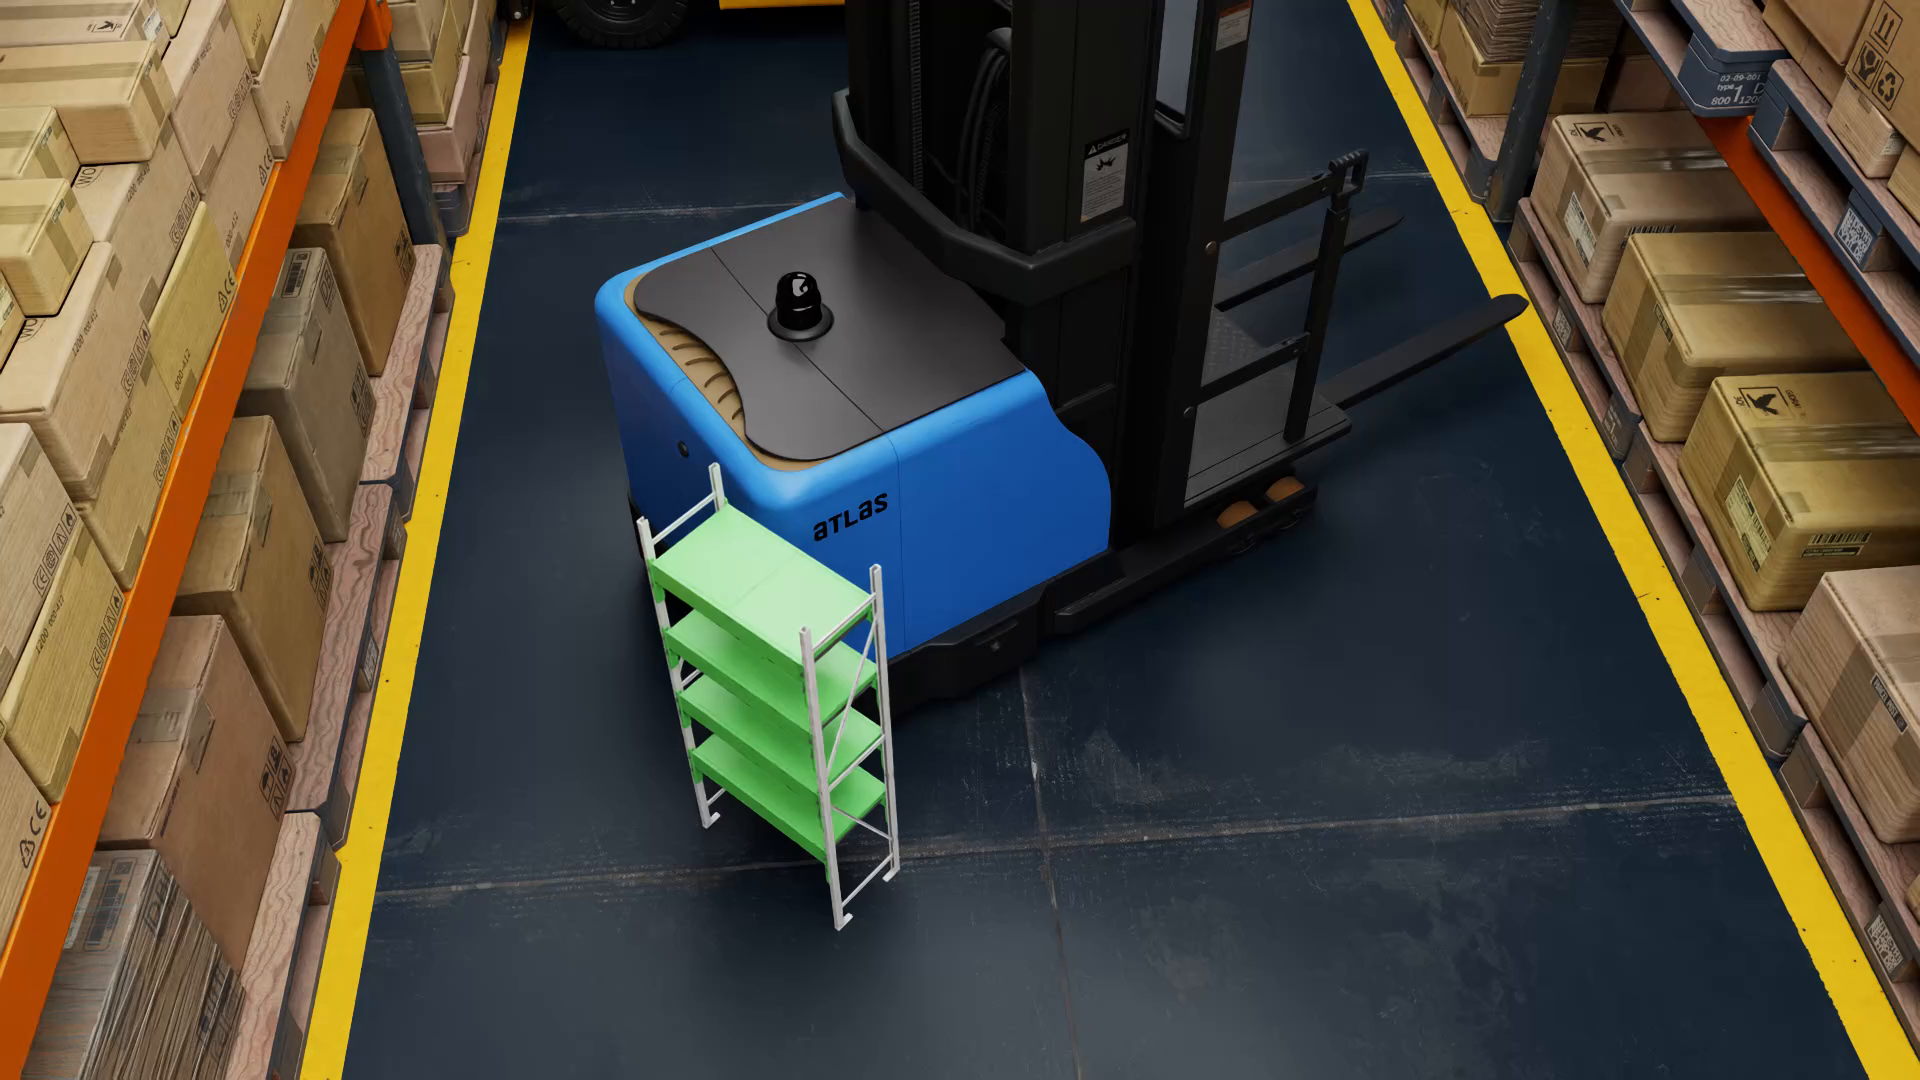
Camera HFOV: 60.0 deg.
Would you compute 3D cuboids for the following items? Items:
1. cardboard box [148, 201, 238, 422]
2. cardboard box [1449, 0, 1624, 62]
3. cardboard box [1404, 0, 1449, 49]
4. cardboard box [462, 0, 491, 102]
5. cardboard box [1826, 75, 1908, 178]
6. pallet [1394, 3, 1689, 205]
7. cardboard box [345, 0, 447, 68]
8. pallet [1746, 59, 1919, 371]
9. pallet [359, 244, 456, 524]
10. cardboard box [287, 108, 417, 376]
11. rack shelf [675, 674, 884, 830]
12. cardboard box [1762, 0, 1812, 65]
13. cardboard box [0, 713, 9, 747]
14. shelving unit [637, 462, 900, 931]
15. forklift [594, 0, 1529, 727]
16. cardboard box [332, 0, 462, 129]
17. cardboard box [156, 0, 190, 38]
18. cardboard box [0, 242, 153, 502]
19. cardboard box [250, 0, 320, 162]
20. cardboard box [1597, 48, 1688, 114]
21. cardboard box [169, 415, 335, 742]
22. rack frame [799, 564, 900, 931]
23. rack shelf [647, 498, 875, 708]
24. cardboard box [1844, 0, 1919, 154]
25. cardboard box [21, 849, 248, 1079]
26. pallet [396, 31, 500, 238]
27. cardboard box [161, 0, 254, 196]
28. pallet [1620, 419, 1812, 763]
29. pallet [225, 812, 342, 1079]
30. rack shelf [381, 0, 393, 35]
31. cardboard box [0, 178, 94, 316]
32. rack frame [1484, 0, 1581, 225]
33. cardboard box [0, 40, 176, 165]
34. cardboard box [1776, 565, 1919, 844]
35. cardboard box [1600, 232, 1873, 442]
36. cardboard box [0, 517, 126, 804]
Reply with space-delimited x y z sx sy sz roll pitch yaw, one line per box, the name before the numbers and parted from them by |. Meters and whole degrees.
cardboard box | -1.989 -0.515 3.776 0.500 0.250 0.500 -2 47 -2
cardboard box | 2.227 -2.186 6.343 0.500 0.500 0.500 -4 47 -4
cardboard box | 2.172 -2.313 6.979 0.500 0.250 0.500 -5 47 -4
cardboard box | -2.170 -1.949 6.634 0.500 0.250 0.500 -4 47 -4
cardboard box | 2.357 -1.012 4.026 0.380 0.149 0.250 -2 47 -2
pallet | 2.453 -1.843 6.850 1.003 0.211 1.213 -3 47 -3
cardboard box | -2.129 -1.925 5.923 0.500 0.250 0.500 -4 47 -4
pallet | 2.673 -0.787 4.062 1.003 0.211 1.213 -3 47 -3
pallet | -2.301 -0.524 5.601 1.003 0.211 1.213 -3 47 -3
cardboard box | -2.347 -0.964 5.444 0.875 0.625 0.625 -2 47 -2
rack shelf | -0.433 0.460 4.074 0.480 0.148 0.258 31 55 26
cardboard box | 2.368 -1.386 4.381 0.380 0.149 0.250 -3 47 -3
cardboard box | -1.836 0.423 2.542 0.500 0.250 0.500 -4 47 -3
shelving unit | -0.433 0.417 4.027 0.503 1.200 0.258 31 55 26
forklift | 0.518 -1.260 4.425 3.031 2.935 1.130 -26 52 -23
cardboard box | -2.135 -1.753 6.104 0.500 0.250 0.500 -4 47 -3
cardboard box | -2.031 -1.296 3.896 0.380 0.149 0.250 -4 47 -4
cardboard box | -1.927 -0.318 3.244 0.500 0.250 0.500 -5 47 -4
cardboard box | -2.051 -1.250 4.471 0.500 0.250 0.500 -4 47 -4
cardboard box | 2.764 -1.960 6.645 0.500 0.250 0.500 -5 47 -5
cardboard box | -2.225 0.141 4.396 0.875 0.625 0.625 -5 47 -5
rack frame | -0.246 0.530 3.919 0.015 1.200 0.240 31 55 26
rack shelf | -0.436 0.133 3.722 0.480 0.148 0.258 31 55 26
cardboard box | 2.422 -1.150 3.710 0.500 0.500 0.500 -5 47 -5
cardboard box | -2.105 1.101 3.488 0.875 0.625 0.625 -2 47 -2
pallet | -2.426 -1.632 6.651 1.003 0.211 1.213 -3 47 -3
cardboard box | -2.019 -1.052 3.939 0.500 0.250 0.500 -3 47 -3
pallet | 2.716 0.089 5.020 1.003 0.211 1.213 -3 47 -3
pallet | -2.097 1.242 3.929 1.003 0.211 1.213 -3 47 -3
rack shelf | -2.569 -3.213 6.722 1.077 0.370 4.000 -3 47 -3
cardboard box | -1.918 -0.558 3.197 0.380 0.149 0.250 -3 47 -2
rack frame | 2.544 -2.318 5.379 1.000 3.000 0.127 -3 47 -3
cardboard box | -1.916 -0.927 3.547 0.380 0.149 0.250 -5 47 -4
cardboard box | 2.772 0.393 4.333 0.950 0.372 0.625 -4 47 -4
cardboard box | 2.654 -0.659 5.329 0.950 0.372 0.625 -1 47 -1
cardboard box | -1.898 0.232 3.067 0.500 0.250 0.500 -4 47 -4
